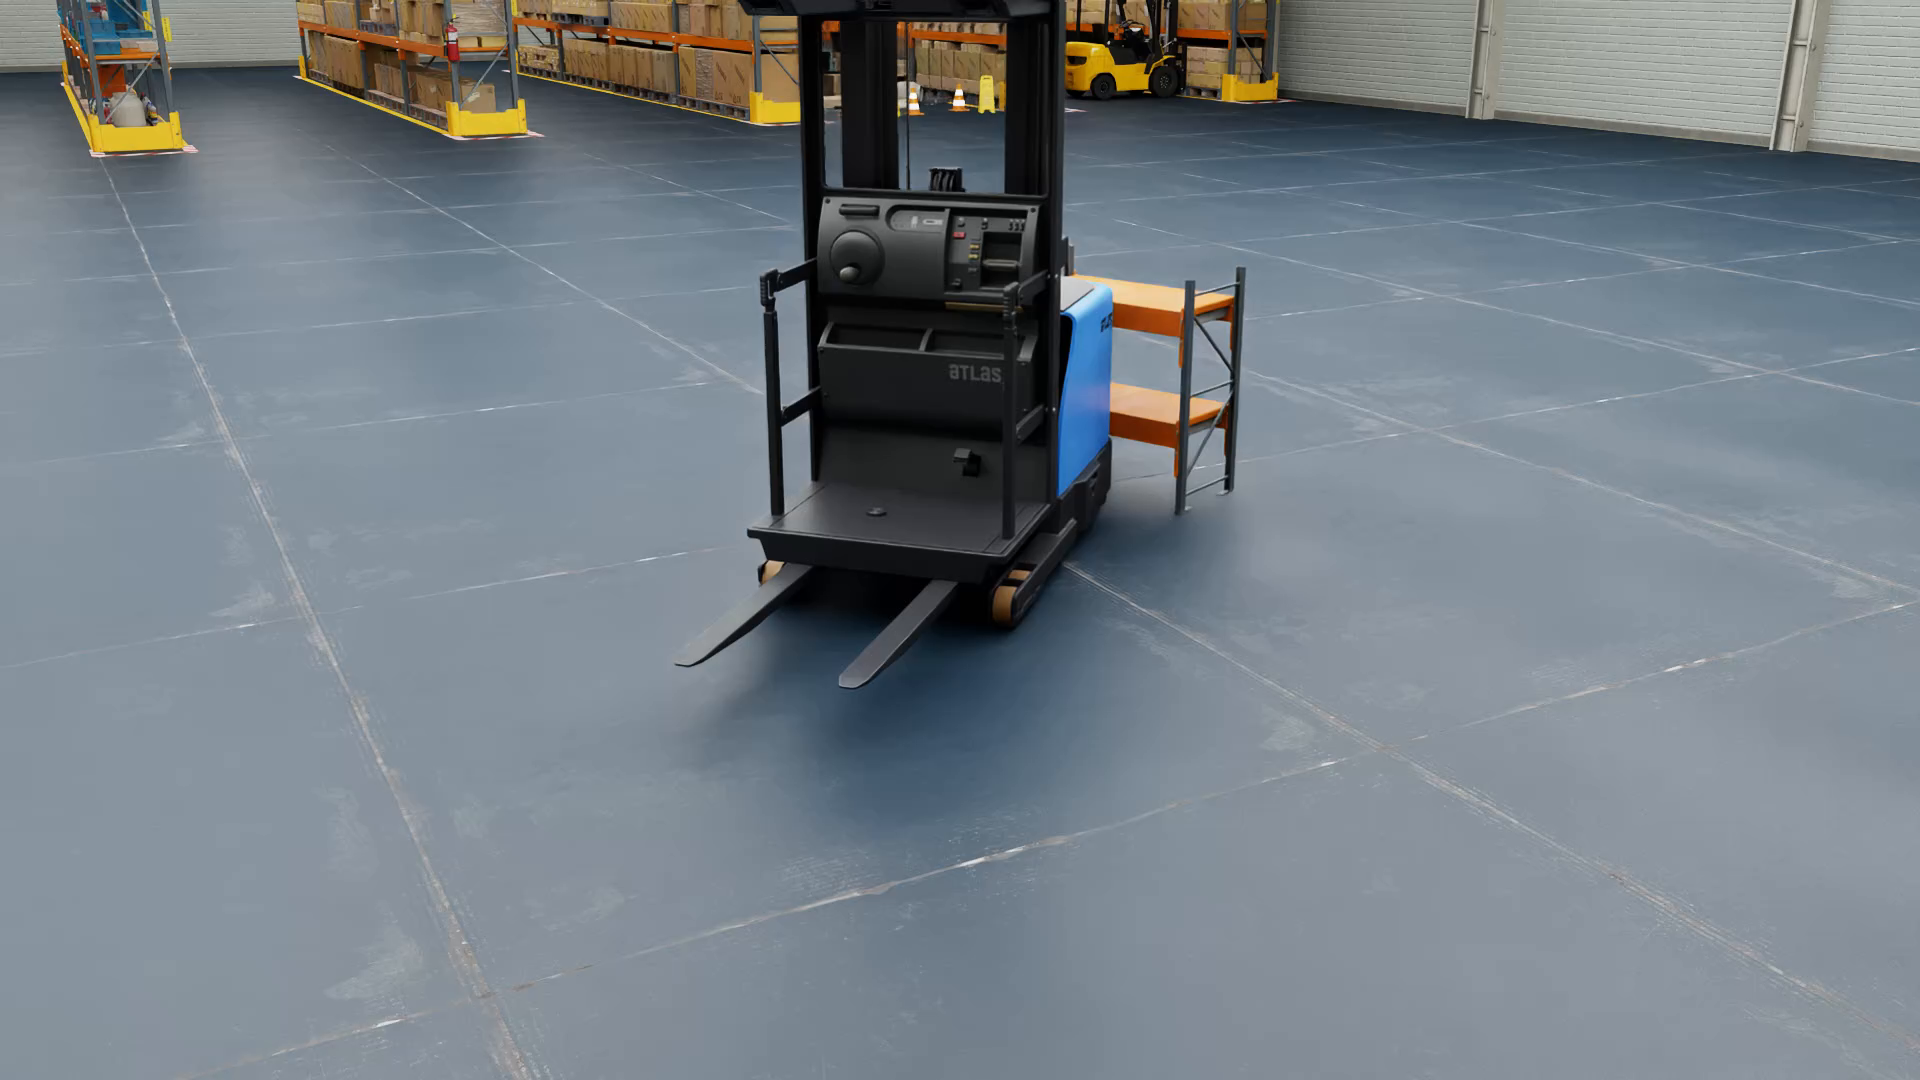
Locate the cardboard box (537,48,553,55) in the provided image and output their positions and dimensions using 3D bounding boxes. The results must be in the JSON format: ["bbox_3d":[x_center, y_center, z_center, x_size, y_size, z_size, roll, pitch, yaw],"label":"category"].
[{"bbox_3d":[-9.762,-11.541,39.294,0.380,0.149,0.250,-11,22,-29],"label":"cardboard box"}]

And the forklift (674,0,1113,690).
[{"bbox_3d":[-0.199,-1.186,6.574,1.130,2.935,3.031,6,20,17],"label":"forklift"}]

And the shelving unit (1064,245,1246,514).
[{"bbox_3d":[0.814,-0.829,8.309,1.048,1.125,0.538,15,24,37],"label":"shelving unit"}]

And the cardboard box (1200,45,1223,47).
[{"bbox_3d":[5.163,-9.932,33.854,0.500,0.250,0.500,-10,21,-27],"label":"cardboard box"}]

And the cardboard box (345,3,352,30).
[{"bbox_3d":[-11.877,-10.391,32.994,0.500,0.500,0.500,-10,22,-27],"label":"cardboard box"}]

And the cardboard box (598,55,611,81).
[{"bbox_3d":[-7.323,-10.001,35.205,0.500,0.500,0.500,-10,21,-27],"label":"cardboard box"}]

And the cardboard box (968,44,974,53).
[{"bbox_3d":[0.367,-9.252,31.274,0.380,0.149,0.250,-10,21,-26],"label":"cardboard box"}]

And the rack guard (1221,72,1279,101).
[{"bbox_3d":[5.705,-8.917,32.705,1.175,0.500,0.348,-10,21,-27],"label":"rack guard"}]

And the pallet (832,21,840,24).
[{"bbox_3d":[-2.040,-11.353,36.228,1.213,0.211,1.003,-10,21,-27],"label":"pallet"}]

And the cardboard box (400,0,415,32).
[{"bbox_3d":[-8.928,-8.849,28.067,0.875,0.500,0.500,-10,21,-27],"label":"cardboard box"}]

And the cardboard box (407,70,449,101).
[{"bbox_3d":[-9.566,-8.154,29.822,0.700,0.500,0.500,-12,22,-31],"label":"cardboard box"}]

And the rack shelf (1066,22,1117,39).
[{"bbox_3d":[2.844,-11.487,37.427,1.077,0.370,4.000,-10,21,-27],"label":"rack shelf"}]

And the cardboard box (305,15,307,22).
[{"bbox_3d":[-14.624,-11.827,37.692,0.380,0.149,0.250,-10,22,-28],"label":"cardboard box"}]

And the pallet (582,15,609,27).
[{"bbox_3d":[-7.212,-10.933,35.012,1.213,0.211,1.003,-10,21,-27],"label":"pallet"}]

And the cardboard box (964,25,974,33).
[{"bbox_3d":[0.292,-9.647,31.375,0.380,0.149,0.250,-10,22,-27],"label":"cardboard box"}]

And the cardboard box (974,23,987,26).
[{"bbox_3d":[0.593,-9.781,30.768,0.500,0.500,0.500,-10,21,-27],"label":"cardboard box"}]

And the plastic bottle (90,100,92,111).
[{"bbox_3d":[-13.710,-6.854,26.396,0.152,0.276,0.135,-9,21,-25],"label":"plastic bottle"}]

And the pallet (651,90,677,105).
[{"bbox_3d":[-5.313,-8.579,32.171,1.003,0.211,1.213,-10,21,-27],"label":"pallet"}]

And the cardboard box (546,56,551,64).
[{"bbox_3d":[-9.391,-11.167,38.665,0.380,0.149,0.250,-11,22,-29],"label":"cardboard box"}]

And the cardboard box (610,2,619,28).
[{"bbox_3d":[-6.805,-10.713,33.925,0.500,0.500,0.500,-10,21,-26],"label":"cardboard box"}]

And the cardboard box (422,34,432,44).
[{"bbox_3d":[-8.516,-8.146,27.024,0.380,0.149,0.250,-10,21,-27],"label":"cardboard box"}]

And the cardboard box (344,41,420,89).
[{"bbox_3d":[-11.503,-9.492,33.155,1.225,0.875,0.875,-11,22,-29],"label":"cardboard box"}]

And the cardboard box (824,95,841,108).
[{"bbox_3d":[-2.444,-8.187,30.951,0.396,0.266,0.258,-6,20,-17],"label":"cardboard box"}]

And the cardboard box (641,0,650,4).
[{"bbox_3d":[-5.846,-10.787,32.607,0.700,0.500,0.500,-10,22,-27],"label":"cardboard box"}]

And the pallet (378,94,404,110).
[{"bbox_3d":[-10.248,-8.204,31.084,1.003,0.211,1.213,-10,21,-27],"label":"pallet"}]

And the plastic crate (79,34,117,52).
[{"bbox_3d":[-12.558,-7.247,24.264,0.499,0.251,0.408,-10,21,-27],"label":"plastic crate"}]

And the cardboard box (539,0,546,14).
[{"bbox_3d":[-9.403,-12.416,38.407,0.500,0.500,0.500,-11,22,-28],"label":"cardboard box"}]

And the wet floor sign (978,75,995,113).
[{"bbox_3d":[0.476,-8.002,29.832,0.267,0.644,0.232,-3,19,-8],"label":"wet floor sign"}]

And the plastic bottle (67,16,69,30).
[{"bbox_3d":[-17.393,-10.122,32.557,0.152,0.276,0.135,-10,21,-27],"label":"plastic bottle"}]

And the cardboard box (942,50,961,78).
[{"bbox_3d":[-0.021,-9.225,32.188,0.500,0.500,0.500,-9,21,-24],"label":"cardboard box"}]

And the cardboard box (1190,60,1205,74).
[{"bbox_3d":[4.959,-9.477,33.303,0.500,0.250,0.500,-10,22,-27],"label":"cardboard box"}]

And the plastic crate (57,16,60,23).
[{"bbox_3d":[-19.444,-11.303,36.101,0.250,0.136,0.298,-10,21,-27],"label":"plastic crate"}]

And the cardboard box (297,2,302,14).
[{"bbox_3d":[-15.002,-12.283,38.404,0.500,0.250,0.500,-11,22,-28],"label":"cardboard box"}]

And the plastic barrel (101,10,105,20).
[{"bbox_3d":[-14.876,-9.120,29.292,0.421,0.512,0.421,0,19,0],"label":"plastic barrel"}]

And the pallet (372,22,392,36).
[{"bbox_3d":[-10.217,-9.444,30.696,1.003,0.211,1.213,-10,21,-27],"label":"pallet"}]

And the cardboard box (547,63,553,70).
[{"bbox_3d":[-9.398,-11.048,38.778,0.380,0.149,0.250,-11,22,-28],"label":"cardboard box"}]

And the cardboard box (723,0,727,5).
[{"bbox_3d":[-3.612,-9.559,28.849,0.875,0.550,0.550,-10,21,-27],"label":"cardboard box"}]

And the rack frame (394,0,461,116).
[{"bbox_3d":[-9.294,-8.948,28.966,1.000,3.000,0.127,-10,21,-27],"label":"rack frame"}]

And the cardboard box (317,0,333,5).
[{"bbox_3d":[-13.546,-11.760,35.737,0.500,0.500,0.500,-9,21,-25],"label":"cardboard box"}]

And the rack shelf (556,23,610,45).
[{"bbox_3d":[-7.730,-11.070,36.217,1.077,0.370,4.000,-10,21,-27],"label":"rack shelf"}]

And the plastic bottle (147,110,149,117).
[{"bbox_3d":[-12.597,-6.642,25.898,0.097,0.201,0.097,0,19,0],"label":"plastic bottle"}]

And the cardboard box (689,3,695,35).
[{"bbox_3d":[-4.414,-9.500,30.335,0.875,0.550,0.550,-10,21,-27],"label":"cardboard box"}]

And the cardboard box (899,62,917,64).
[{"bbox_3d":[-1.168,-9.796,34.806,0.950,0.372,0.625,-9,21,-23],"label":"cardboard box"}]

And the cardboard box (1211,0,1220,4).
[{"bbox_3d":[5.135,-10.584,32.557,0.380,0.149,0.250,-10,21,-26],"label":"cardboard box"}]

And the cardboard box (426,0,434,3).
[{"bbox_3d":[-8.115,-8.723,26.170,0.500,0.500,0.500,-10,21,-27],"label":"cardboard box"}]

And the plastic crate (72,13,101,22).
[{"bbox_3d":[-14.152,-8.303,26.997,0.402,0.464,0.583,-10,21,-27],"label":"plastic crate"}]

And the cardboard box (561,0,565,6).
[{"bbox_3d":[-8.526,-11.798,36.508,0.380,0.149,0.250,-11,22,-29],"label":"cardboard box"}]

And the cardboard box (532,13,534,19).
[{"bbox_3d":[-9.928,-12.430,39.441,0.380,0.149,0.250,-9,21,-25],"label":"cardboard box"}]

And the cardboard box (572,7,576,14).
[{"bbox_3d":[-8.156,-11.433,35.907,0.380,0.149,0.250,-11,22,-29],"label":"cardboard box"}]

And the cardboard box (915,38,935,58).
[{"bbox_3d":[-0.832,-12.975,43.824,0.700,0.500,0.500,-11,22,-29],"label":"cardboard box"}]
